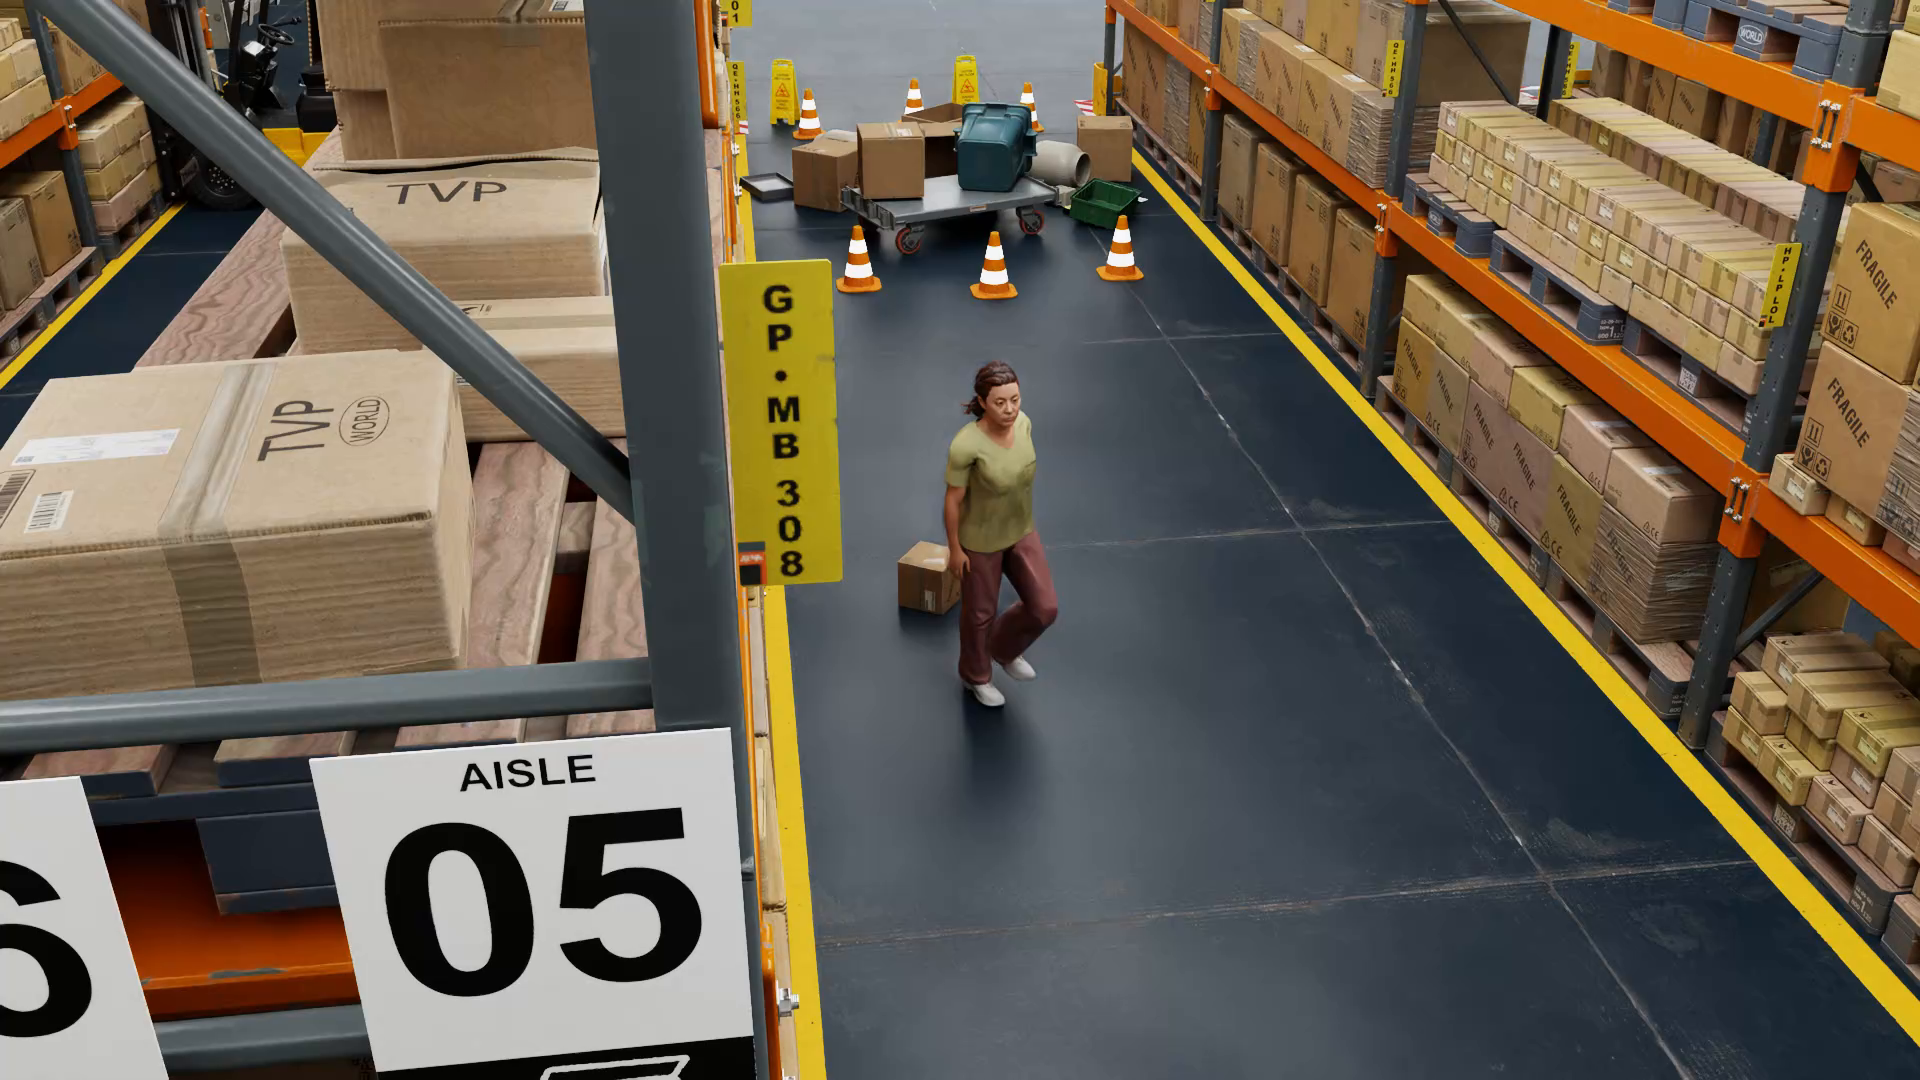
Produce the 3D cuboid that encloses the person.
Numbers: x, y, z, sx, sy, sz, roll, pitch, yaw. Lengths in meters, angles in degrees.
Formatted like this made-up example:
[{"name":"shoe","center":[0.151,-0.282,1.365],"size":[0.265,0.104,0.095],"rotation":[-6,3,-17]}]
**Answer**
[{"name":"person","center":[0.143,-0.005,7.100],"size":[0.495,1.655,0.470],"rotation":[-18,32,-30]}]
